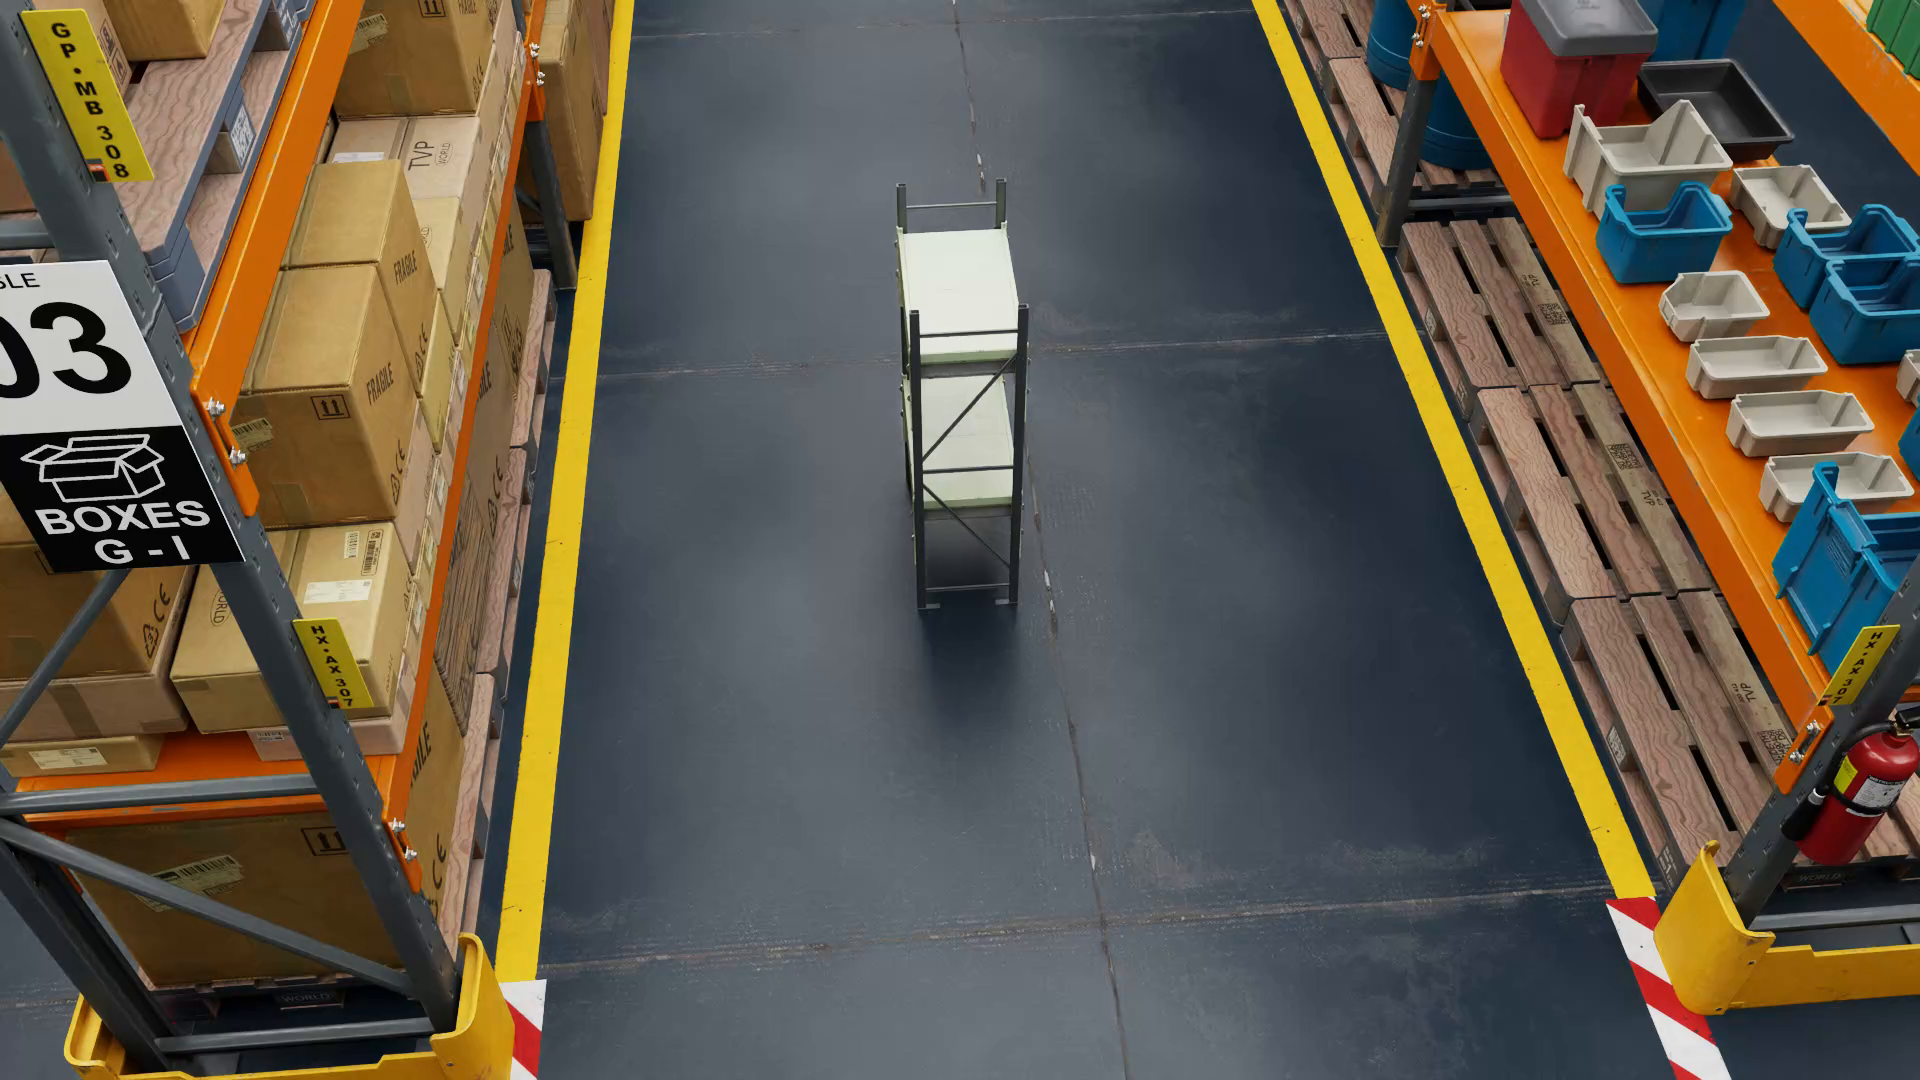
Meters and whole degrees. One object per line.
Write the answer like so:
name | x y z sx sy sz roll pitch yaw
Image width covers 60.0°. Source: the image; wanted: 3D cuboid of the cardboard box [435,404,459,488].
cardboard box | -1.807 -0.288 5.266 0.380 0.149 0.250 -4 47 -4

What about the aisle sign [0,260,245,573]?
aisle sign | -1.713 -0.214 3.233 0.394 0.787 0.004 -3 47 -3

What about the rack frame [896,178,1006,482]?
rack frame | -0.031 -0.785 6.597 0.400 1.500 0.023 -3 47 -3

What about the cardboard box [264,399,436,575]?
cardboard box | -1.840 -0.144 4.855 0.500 0.250 0.500 -4 47 -4

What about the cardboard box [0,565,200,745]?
cardboard box | -2.323 0.261 4.472 0.500 0.250 0.500 -4 47 -4

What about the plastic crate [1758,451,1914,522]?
plastic crate | 2.668 -0.164 5.116 0.396 0.136 0.243 -3 47 -3

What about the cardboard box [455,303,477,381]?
cardboard box | -1.849 -0.657 5.616 0.380 0.149 0.250 -5 47 -4

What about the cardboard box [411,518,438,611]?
cardboard box | -1.764 0.085 4.913 0.380 0.149 0.250 -4 47 -4

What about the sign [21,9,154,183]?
sign | -1.465 -0.742 2.801 0.100 0.325 0.005 -3 47 -3

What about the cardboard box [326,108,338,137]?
cardboard box | -2.538 -1.582 6.218 0.500 0.250 0.500 -4 47 -3

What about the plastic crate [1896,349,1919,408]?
plastic crate | 3.223 -0.511 5.445 0.250 0.136 0.298 -3 47 -3

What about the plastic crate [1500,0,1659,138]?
plastic crate | 2.407 -1.930 6.563 0.402 0.464 0.583 -3 47 -3

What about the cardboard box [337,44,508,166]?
cardboard box | -2.009 -1.621 6.254 0.500 0.250 0.500 -2 47 -2

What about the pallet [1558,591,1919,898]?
pallet | 2.887 0.705 6.073 1.003 0.211 1.213 -3 47 -3

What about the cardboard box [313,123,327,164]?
cardboard box | -2.486 -1.461 5.586 0.500 0.500 0.500 -5 47 -5

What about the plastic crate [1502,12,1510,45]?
plastic crate | 2.479 -2.133 6.981 0.396 0.136 0.243 -3 47 -3

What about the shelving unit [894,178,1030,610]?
shelving unit | -0.001 -0.521 6.347 0.431 1.500 0.755 -3 47 -3

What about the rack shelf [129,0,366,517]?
rack shelf | -2.186 -1.585 4.751 1.077 0.370 4.000 -3 47 -3

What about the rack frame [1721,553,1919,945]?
rack frame | 2.917 0.345 4.494 1.000 3.000 0.127 -3 47 -3

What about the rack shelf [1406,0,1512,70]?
rack shelf | 2.415 -3.748 8.866 1.077 0.370 4.000 -3 47 -3

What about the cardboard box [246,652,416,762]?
cardboard box | -1.719 0.456 4.562 0.380 0.149 0.250 -3 47 -3

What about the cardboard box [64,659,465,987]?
cardboard box | -2.152 0.774 5.261 0.875 0.875 0.875 -3 47 -3

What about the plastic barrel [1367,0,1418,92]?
plastic barrel | 2.494 -2.879 8.703 0.600 0.901 0.708 -3 47 -3

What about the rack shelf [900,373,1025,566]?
rack shelf | -0.001 -0.296 6.583 0.431 0.370 0.720 -3 47 -3

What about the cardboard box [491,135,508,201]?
cardboard box | -1.937 -1.403 6.322 0.380 0.149 0.250 -3 47 -3

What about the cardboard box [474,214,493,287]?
cardboard box | -1.893 -1.031 5.970 0.380 0.149 0.250 -4 47 -4

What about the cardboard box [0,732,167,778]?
cardboard box | -2.376 0.495 4.525 0.380 0.149 0.250 -3 47 -3

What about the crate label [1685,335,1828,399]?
crate label | 2.611 -0.574 5.505 0.396 0.136 0.243 -3 47 -3

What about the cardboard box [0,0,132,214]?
cardboard box | -2.115 -0.971 3.247 0.700 0.500 0.500 -6 47 -6

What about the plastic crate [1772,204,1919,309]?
plastic crate | 3.089 -0.986 5.829 0.416 0.233 0.300 -3 47 -3

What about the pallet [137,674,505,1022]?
pallet | -2.163 1.031 5.764 1.003 0.211 1.213 -3 47 -3

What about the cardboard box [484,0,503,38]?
cardboard box | -2.048 -2.240 6.324 0.500 0.500 0.500 -2 47 -2

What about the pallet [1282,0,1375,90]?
pallet | 2.454 -3.035 9.616 1.003 0.211 1.213 -3 47 -3

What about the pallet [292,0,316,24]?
pallet | -2.196 -1.775 4.497 1.003 0.211 1.213 -3 47 -3

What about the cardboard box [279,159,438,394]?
cardboard box | -1.881 -0.762 4.924 0.500 0.500 0.500 -5 47 -4

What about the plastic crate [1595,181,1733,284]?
plastic crate | 2.490 -1.088 5.925 0.416 0.233 0.300 -3 47 -3

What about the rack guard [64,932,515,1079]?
rack guard | -2.016 1.523 5.100 1.175 0.500 0.348 -3 47 -3

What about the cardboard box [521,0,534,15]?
cardboard box | -2.143 -2.630 7.243 0.500 0.500 0.500 -3 47 -3

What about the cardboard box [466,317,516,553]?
cardboard box | -2.302 -0.528 6.495 0.875 0.875 0.875 -3 47 -3

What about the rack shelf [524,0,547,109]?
rack shelf | -2.521 -3.447 8.581 1.077 0.370 4.000 -3 47 -3

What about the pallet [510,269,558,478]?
pallet | -2.368 -0.734 7.436 1.003 0.211 1.213 -3 47 -3

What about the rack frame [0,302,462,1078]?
rack frame | -2.018 0.646 4.208 1.000 3.000 0.127 -3 47 -3

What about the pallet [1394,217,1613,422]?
pallet | 2.683 -1.060 7.745 1.003 0.211 1.213 -3 47 -3

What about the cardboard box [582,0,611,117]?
cardboard box | -2.502 -2.770 8.618 1.225 0.875 0.875 -5 47 -5

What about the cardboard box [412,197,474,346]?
cardboard box | -1.927 -0.885 5.557 0.500 0.250 0.500 -4 47 -4

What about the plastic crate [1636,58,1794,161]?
plastic crate | 2.944 -1.681 6.561 0.437 0.125 0.590 -3 47 -3

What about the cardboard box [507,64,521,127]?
cardboard box | -1.979 -1.774 6.674 0.380 0.149 0.250 -3 47 -3

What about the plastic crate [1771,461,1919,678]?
plastic crate | 2.703 0.082 4.678 0.616 0.435 0.499 -3 47 -3
